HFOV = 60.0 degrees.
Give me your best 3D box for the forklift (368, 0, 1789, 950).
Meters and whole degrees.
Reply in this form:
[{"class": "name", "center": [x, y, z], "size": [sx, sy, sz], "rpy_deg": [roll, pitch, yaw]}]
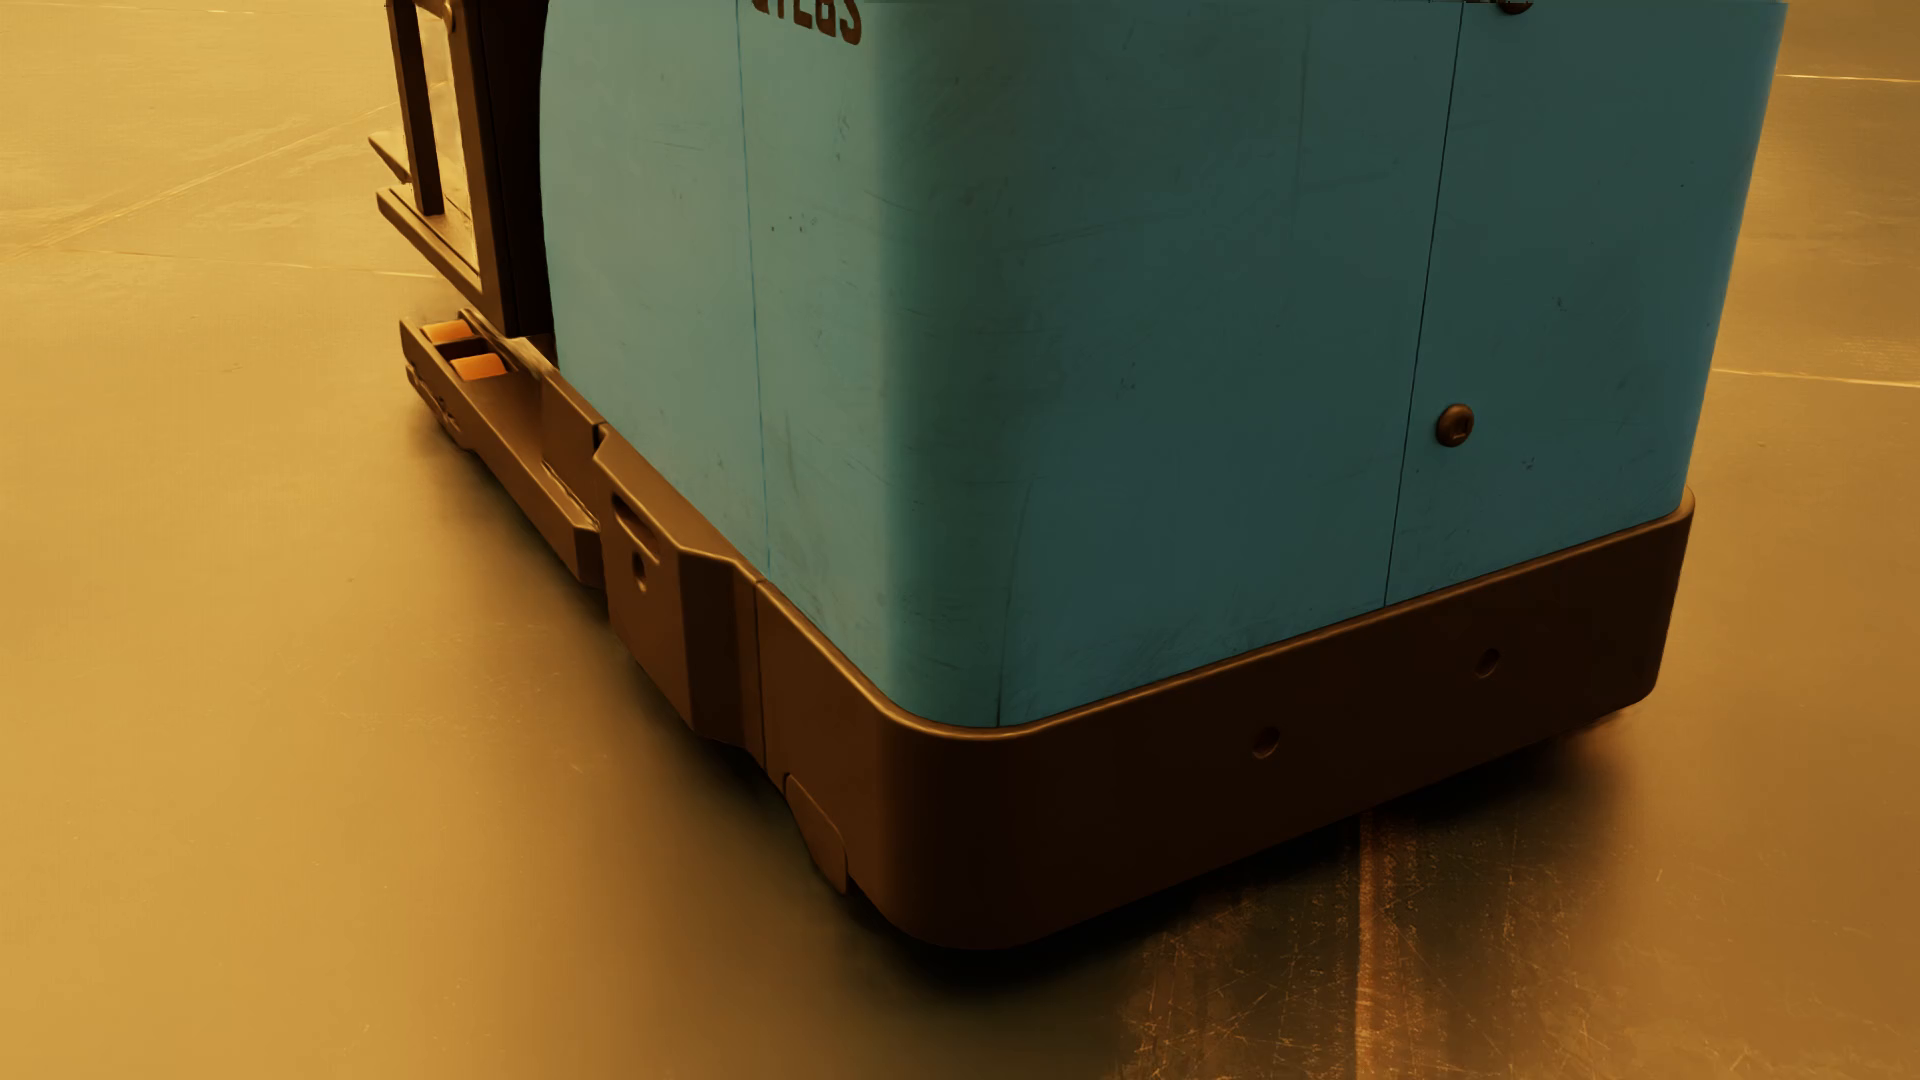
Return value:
[{"class": "forklift", "center": [-0.328, -1.547, 2.312], "size": [1.130, 2.935, 3.031], "rpy_deg": [-15, 30, -27]}]
